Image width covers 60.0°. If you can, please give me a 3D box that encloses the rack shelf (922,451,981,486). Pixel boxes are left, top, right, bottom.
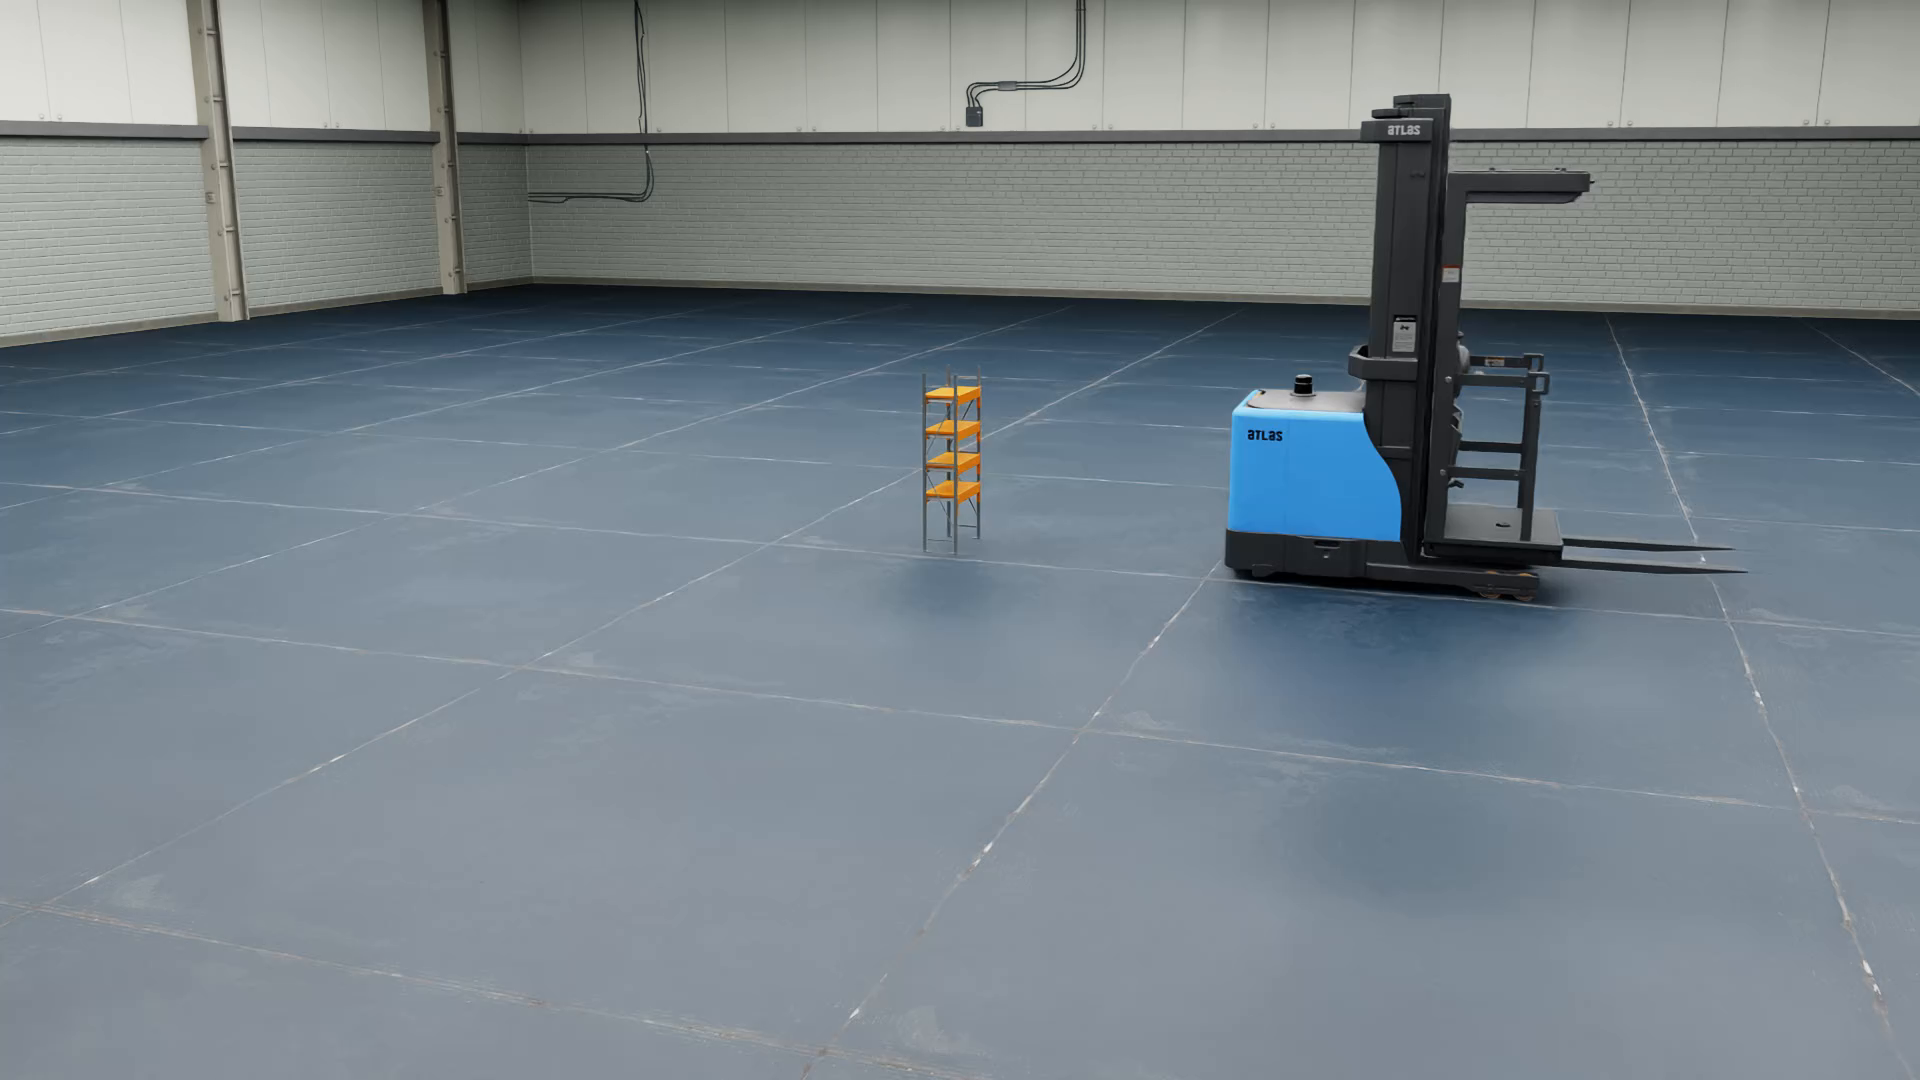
[{"bbox_3d":[-0.054,-0.485,11.217,0.258,0.148,0.480,4,14,18],"label":"rack shelf"}]

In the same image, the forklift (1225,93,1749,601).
[{"bbox_3d":[3.242,-1.197,10.146,3.031,2.935,1.130,4,13,17],"label":"forklift"}]

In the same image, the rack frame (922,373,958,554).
[{"bbox_3d":[-0.133,-0.499,10.977,0.240,1.200,0.015,4,14,18],"label":"rack frame"}]

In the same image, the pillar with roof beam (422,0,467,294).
[{"bbox_3d":[-5.895,-8.941,30.439,9.100,9.000,0.400,4,14,18],"label":"pillar with roof beam"}]

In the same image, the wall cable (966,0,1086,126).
[{"bbox_3d":[1.214,-10.747,30.710,2.305,6.003,0.169,4,14,18],"label":"wall cable"}]

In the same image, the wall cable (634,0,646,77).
[{"bbox_3d":[-5.204,-10.530,33.028,3.097,2.526,0.112,4,14,18],"label":"wall cable"}]

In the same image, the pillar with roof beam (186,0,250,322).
[{"bbox_3d":[-7.836,-7.678,24.904,9.100,9.000,0.400,4,14,18],"label":"pillar with roof beam"}]

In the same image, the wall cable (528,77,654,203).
[{"bbox_3d":[-7.764,-8.262,34.443,3.097,2.526,0.112,4,14,18],"label":"wall cable"}]

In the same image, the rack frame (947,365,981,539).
[{"bbox_3d":[0.025,-0.601,11.427,0.240,1.200,0.015,4,14,18],"label":"rack frame"}]

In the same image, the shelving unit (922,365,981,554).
[{"bbox_3d":[-0.054,-0.550,11.202,0.258,1.200,0.503,4,14,18],"label":"shelving unit"}]

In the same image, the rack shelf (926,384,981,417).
[{"bbox_3d":[-0.054,-0.933,11.114,0.258,0.148,0.480,4,14,18],"label":"rack shelf"}]

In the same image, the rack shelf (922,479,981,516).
[{"bbox_3d":[-0.054,-0.291,11.261,0.258,0.148,0.480,4,14,18],"label":"rack shelf"}]

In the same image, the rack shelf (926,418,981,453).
[{"bbox_3d":[-0.054,-0.703,11.167,0.258,0.148,0.480,4,14,18],"label":"rack shelf"}]
